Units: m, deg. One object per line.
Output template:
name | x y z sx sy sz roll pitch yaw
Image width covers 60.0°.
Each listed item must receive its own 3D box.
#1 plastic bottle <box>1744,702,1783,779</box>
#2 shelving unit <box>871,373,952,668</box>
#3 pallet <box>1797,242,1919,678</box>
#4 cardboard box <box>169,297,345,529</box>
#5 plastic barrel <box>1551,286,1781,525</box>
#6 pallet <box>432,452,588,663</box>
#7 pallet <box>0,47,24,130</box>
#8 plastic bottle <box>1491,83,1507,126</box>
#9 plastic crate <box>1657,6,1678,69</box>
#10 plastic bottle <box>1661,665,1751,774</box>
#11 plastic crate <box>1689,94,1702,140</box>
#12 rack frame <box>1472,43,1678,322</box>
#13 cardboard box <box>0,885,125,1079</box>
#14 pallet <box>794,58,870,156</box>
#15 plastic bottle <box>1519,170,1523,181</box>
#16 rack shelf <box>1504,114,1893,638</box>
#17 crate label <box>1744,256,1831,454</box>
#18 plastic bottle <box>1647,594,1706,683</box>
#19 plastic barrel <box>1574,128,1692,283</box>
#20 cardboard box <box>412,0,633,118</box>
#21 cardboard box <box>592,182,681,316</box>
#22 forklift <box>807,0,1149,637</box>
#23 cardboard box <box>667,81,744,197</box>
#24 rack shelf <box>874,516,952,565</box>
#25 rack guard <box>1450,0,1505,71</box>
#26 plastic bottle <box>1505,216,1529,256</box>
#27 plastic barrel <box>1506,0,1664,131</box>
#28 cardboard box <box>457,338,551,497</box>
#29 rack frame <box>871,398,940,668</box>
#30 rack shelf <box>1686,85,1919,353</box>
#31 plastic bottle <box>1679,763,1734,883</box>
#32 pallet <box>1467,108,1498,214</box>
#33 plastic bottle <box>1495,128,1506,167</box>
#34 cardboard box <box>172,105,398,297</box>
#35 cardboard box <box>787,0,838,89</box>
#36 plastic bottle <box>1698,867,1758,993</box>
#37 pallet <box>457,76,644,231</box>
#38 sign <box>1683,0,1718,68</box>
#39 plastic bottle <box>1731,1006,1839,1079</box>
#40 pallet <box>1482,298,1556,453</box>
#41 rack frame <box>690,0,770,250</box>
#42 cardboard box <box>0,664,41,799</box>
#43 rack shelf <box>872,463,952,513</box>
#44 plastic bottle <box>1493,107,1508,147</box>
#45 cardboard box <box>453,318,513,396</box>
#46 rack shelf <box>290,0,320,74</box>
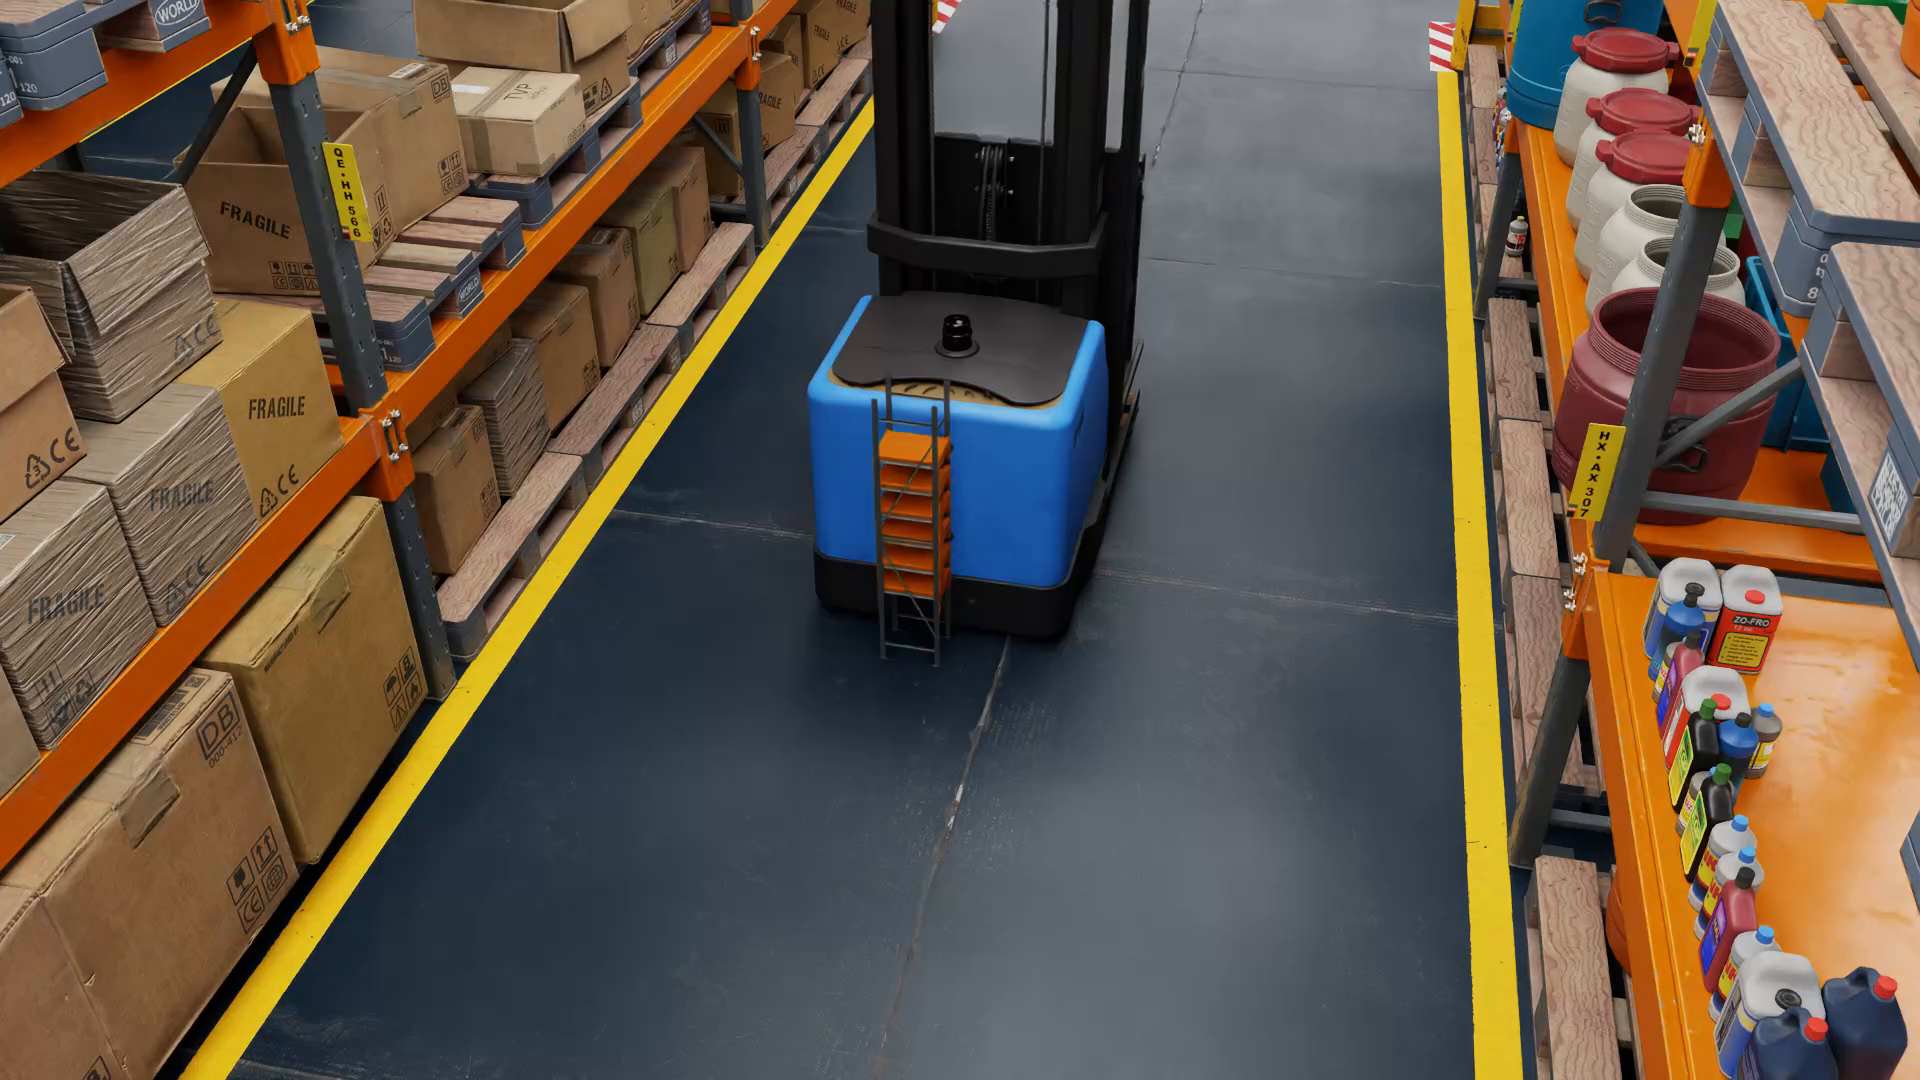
plastic bottle | 2.000 0.495 4.180 0.097 0.201 0.097 0 36 0
shelving unit | -0.176 -0.051 6.298 0.258 1.200 0.189 8 37 11
pallet | 1.838 -0.020 2.327 1.003 0.211 1.213 7 37 10
cardboard box | -2.321 -0.410 5.175 0.500 0.500 0.500 8 37 11
plastic barrel | 2.184 -0.422 5.160 0.600 0.536 0.708 7 37 10
pallet | -2.289 -0.003 7.074 1.003 0.211 1.213 7 37 10
pallet | -2.779 -0.805 3.409 1.003 0.211 1.213 9 37 12
plastic bottle | 3.398 -2.722 10.400 0.097 0.271 0.097 0 36 0
plastic crate | 3.472 -2.615 8.355 0.767 0.338 0.504 7 37 10
plastic bottle | 1.874 0.460 4.165 0.152 0.276 0.135 7 37 10
plastic crate | 3.304 -1.678 7.023 0.392 0.384 0.575 7 37 10
rack frame | 3.236 -2.356 7.945 1.000 3.000 0.127 7 37 10
cardboard box | -3.005 1.418 4.190 1.225 0.875 0.875 6 36 8
pallet | -1.236 -2.939 11.125 1.003 0.211 1.213 7 37 10
plastic bottle | 3.133 -1.977 9.304 0.144 0.351 0.185 6 36 8
rack shelf | 2.808 -0.918 6.574 1.077 0.370 4.000 7 37 10
crate label | 2.858 -0.613 5.510 0.502 0.435 0.616 7 37 10
plastic bottle | 1.921 0.260 4.445 0.097 0.271 0.097 0 36 0
plastic barrel | 2.568 -1.222 6.264 0.433 0.535 0.433 0 36 0
cardboard box | -1.883 -2.184 7.261 0.797 0.503 0.637 11 37 15
cardboard box | -1.876 -1.523 8.550 0.700 0.500 0.500 7 37 10
forklift | 0.246 -1.666 7.051 1.130 2.935 3.031 8 37 11
cardboard box | -1.479 -2.359 9.721 0.500 0.500 0.500 6 36 9
rack shelf | -0.176 -0.015 6.324 0.258 0.103 0.180 8 37 11
rack guard | 4.120 -3.588 11.774 1.175 0.500 0.348 7 37 10
plastic bottle | 3.009 -1.648 8.978 0.097 0.201 0.097 0 36 0
plastic barrel | 2.857 -2.376 7.545 0.600 0.901 0.708 7 37 10
cardboard box | -2.228 -0.556 7.216 0.700 0.500 0.500 4 36 6
rack frame | -0.197 0.001 6.226 0.240 1.200 0.006 8 37 11
rack shelf | 1.954 0.160 2.530 1.077 0.370 4.000 7 37 10
plastic bottle | 1.752 0.660 3.882 0.061 0.283 0.133 7 37 10
pallet | 3.678 -2.309 10.255 1.003 0.211 1.213 7 37 10
plastic bottle | 3.260 -2.352 9.890 0.097 0.271 0.097 0 36 0
cardboard box | -2.381 -1.209 5.919 0.500 0.500 0.500 3 36 4
cardboard box | -1.145 -3.369 11.114 0.500 0.500 0.500 11 37 14
plastic bottle | 1.682 0.849 3.623 0.061 0.283 0.133 7 37 10
pallet | -2.075 -1.746 7.267 1.003 0.211 1.213 7 37 10
sign | 1.842 -1.300 4.021 0.100 0.325 0.005 7 37 10
plastic bottle | 1.639 1.051 3.286 0.144 0.351 0.185 7 37 10
pallet | 3.106 -0.772 8.135 1.003 0.211 1.213 7 37 10
rack frame | -1.603 -2.977 8.802 1.000 3.000 0.127 7 37 10
cardboard box | -2.650 0.464 3.968 0.500 0.500 0.500 8 37 11
rack shelf | -0.176 -0.210 6.183 0.258 0.103 0.180 8 37 11
plastic bottle | 3.325 -2.526 10.129 0.097 0.271 0.097 0 36 0
cardboard box | -2.240 -0.847 6.978 0.500 0.250 0.500 11 37 15
rack shelf | -2.030 -2.754 6.550 1.077 0.370 4.000 7 37 10
